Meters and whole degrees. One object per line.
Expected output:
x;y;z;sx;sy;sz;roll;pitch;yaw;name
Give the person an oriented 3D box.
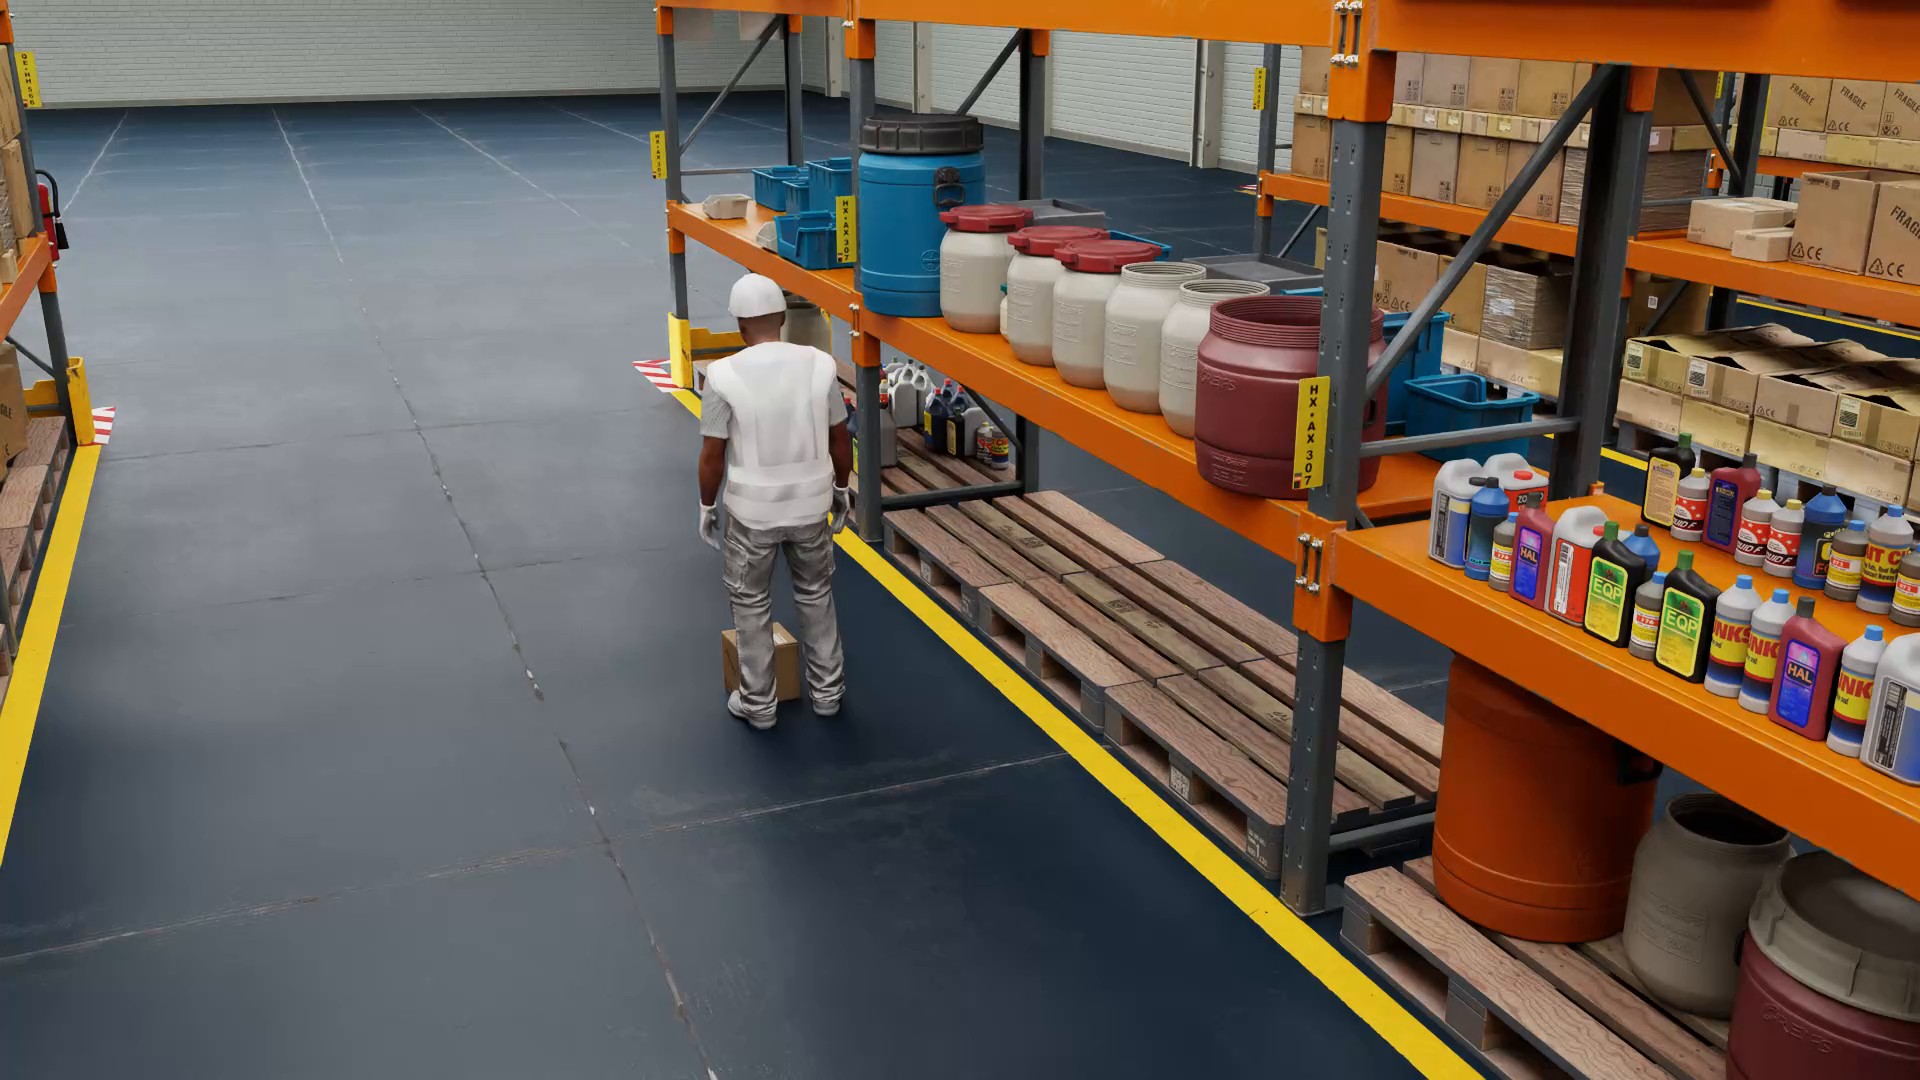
-0.714;-0.138;6.455;0.615;1.773;0.451;-8;20;-22;person
